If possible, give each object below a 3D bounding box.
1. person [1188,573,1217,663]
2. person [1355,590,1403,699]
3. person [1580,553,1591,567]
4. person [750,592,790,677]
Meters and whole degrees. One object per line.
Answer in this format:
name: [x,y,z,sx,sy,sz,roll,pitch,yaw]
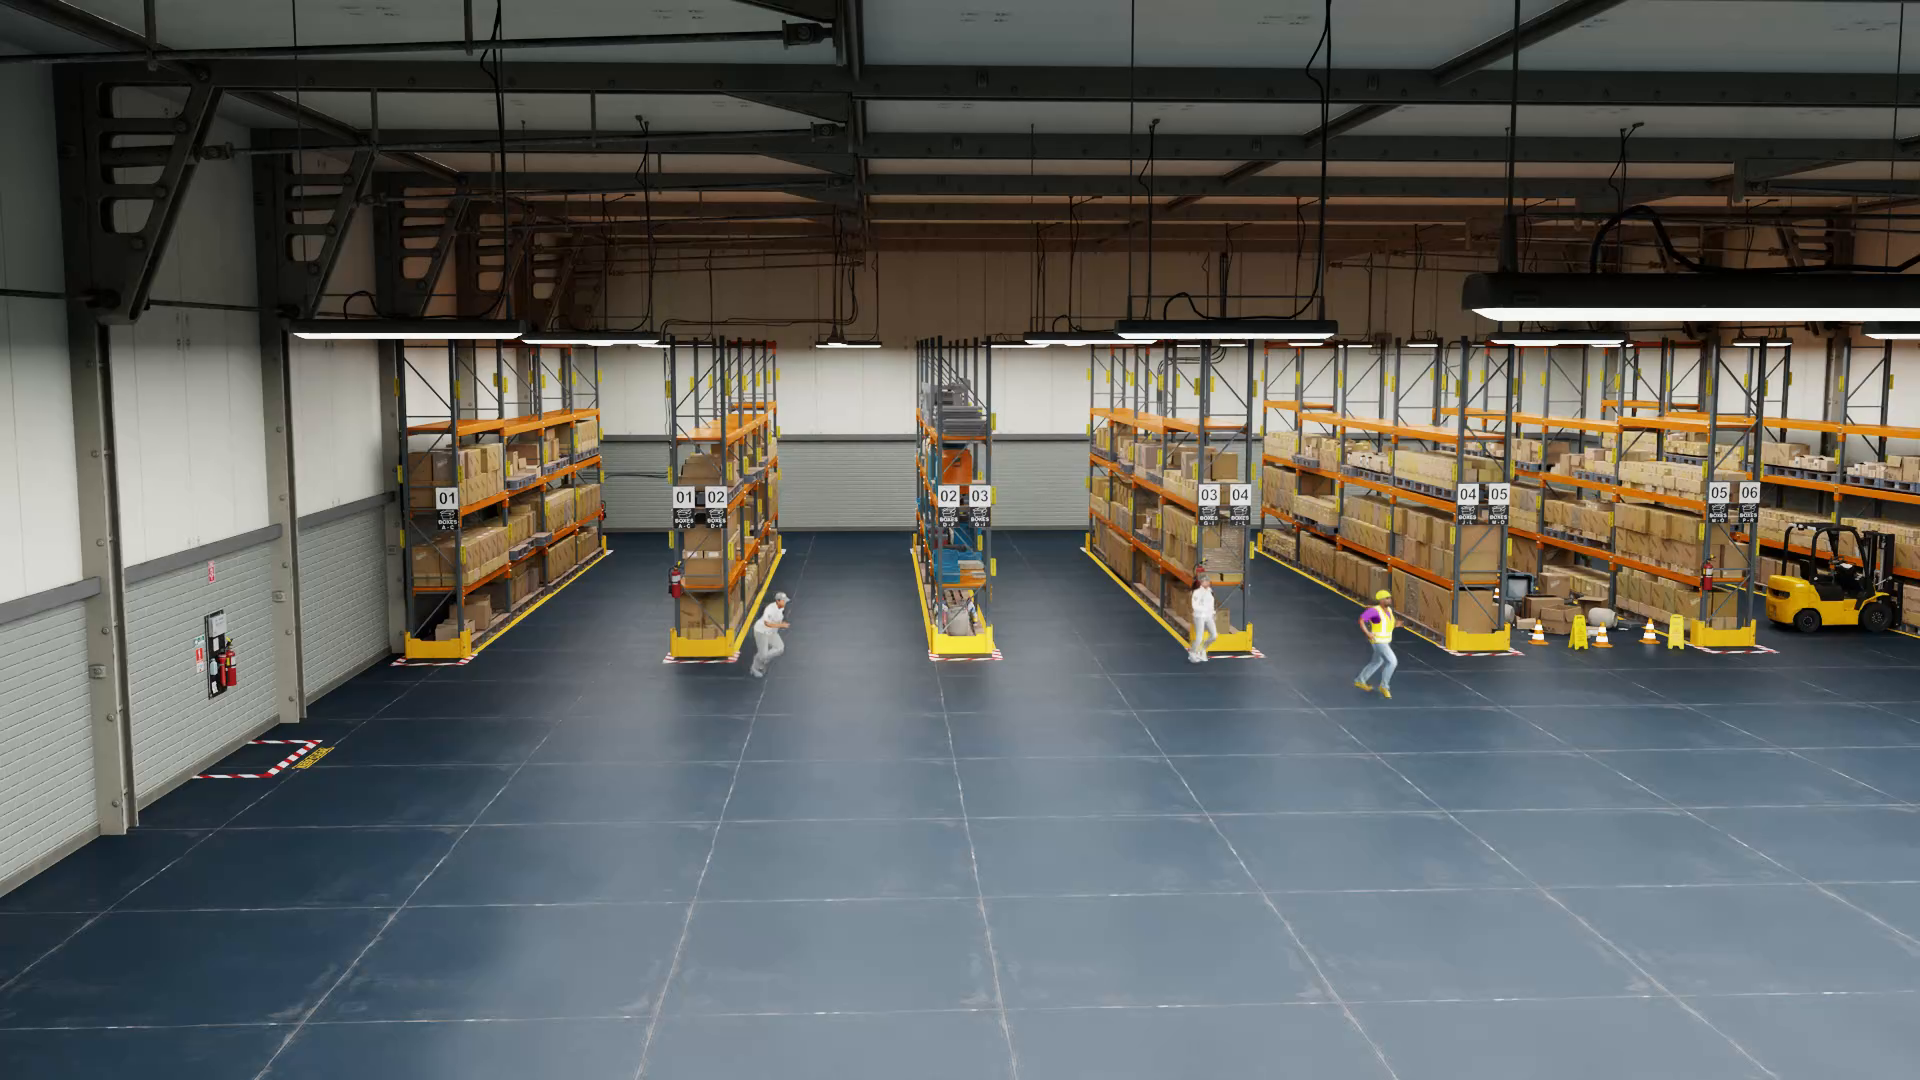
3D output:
person: [4.488,1.434,30.472,0.622,1.680,0.641,-5,8,-37]
person: [6.965,1.730,27.690,0.778,1.820,0.677,4,8,34]
person: [16.003,-0.031,43.014,0.654,1.759,0.814,-1,7,-12]
person: [-3.324,1.655,29.287,0.854,1.518,0.607,3,7,27]
